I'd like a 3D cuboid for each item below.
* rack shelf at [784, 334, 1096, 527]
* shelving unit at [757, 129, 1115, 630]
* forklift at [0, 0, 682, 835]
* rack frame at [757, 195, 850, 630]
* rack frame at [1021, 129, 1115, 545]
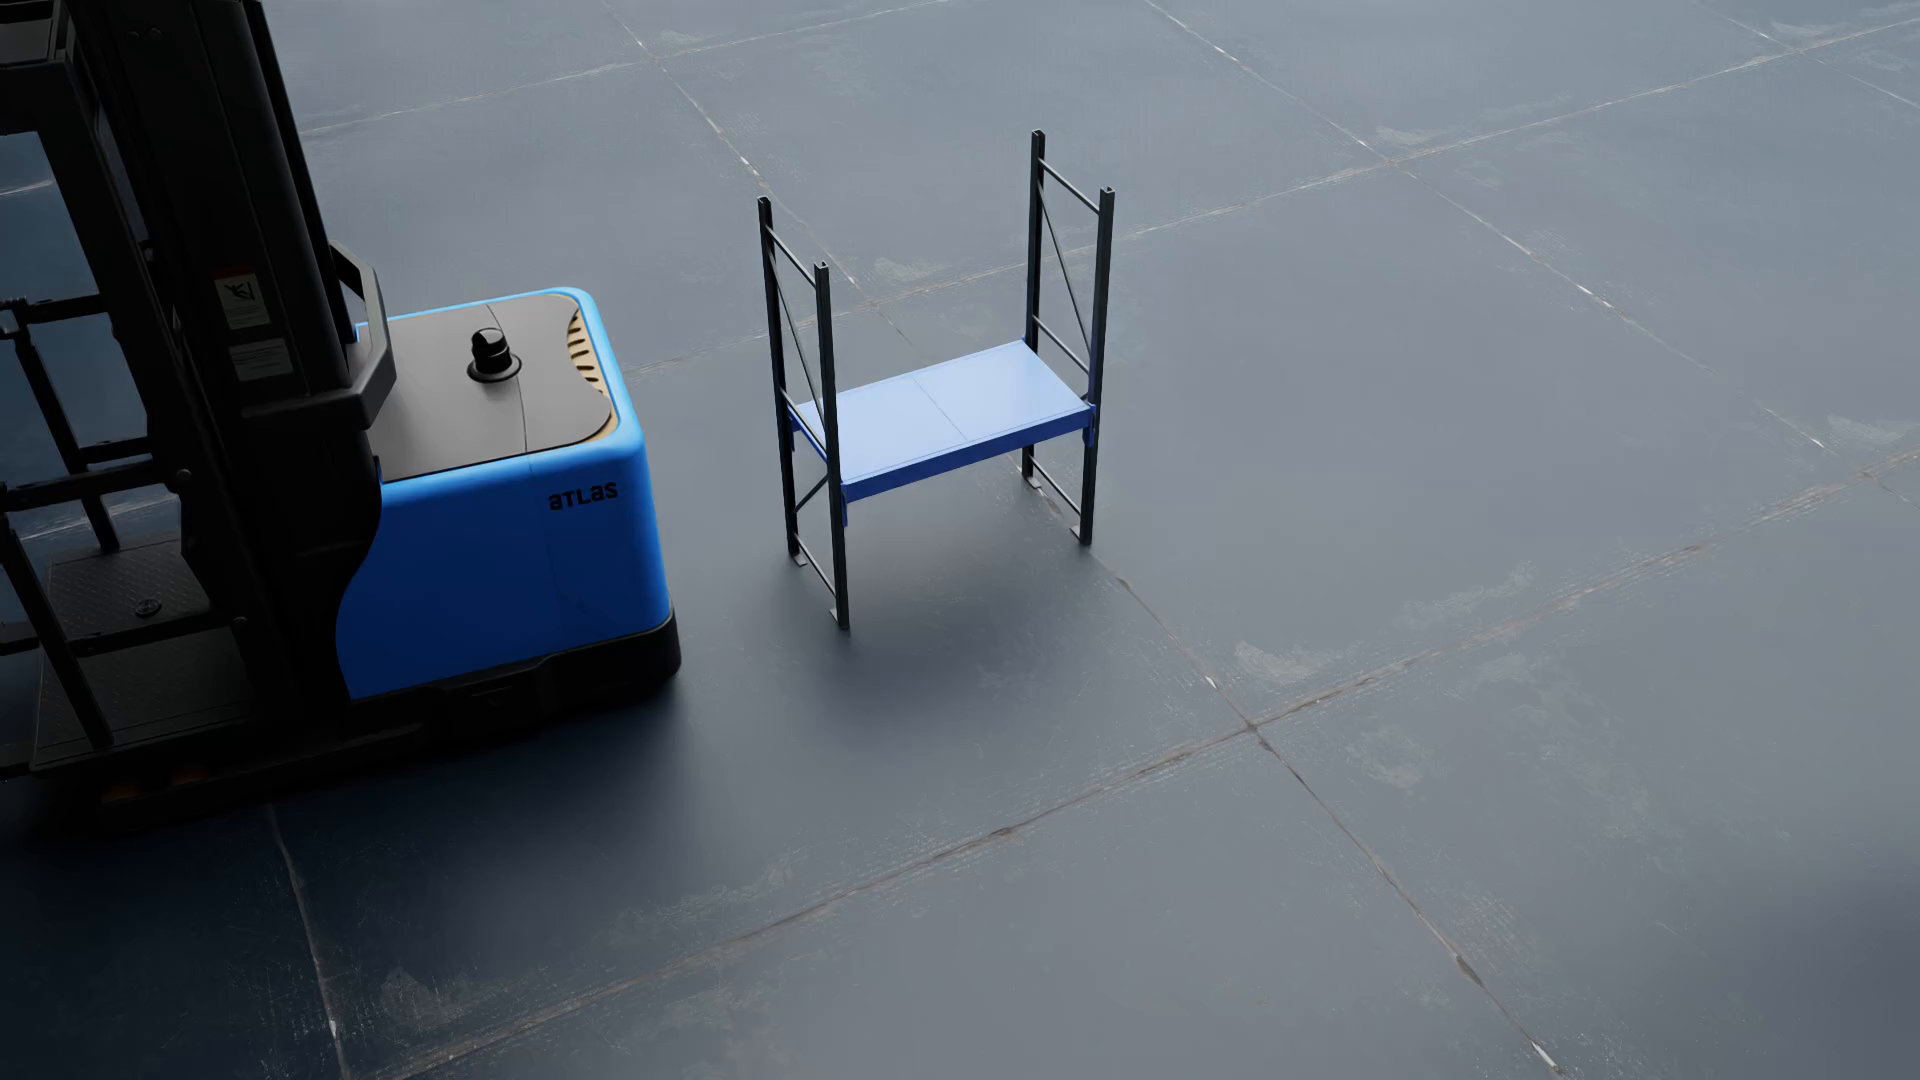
[{"bbox_3d":[-0.076,-0.410,5.982,1.000,0.185,0.538,-19,44,-21],"label":"rack shelf"},{"bbox_3d":[-0.076,-0.547,5.866,1.048,1.500,0.538,-19,44,-21],"label":"shelving unit"},{"bbox_3d":[-2.539,-0.580,4.797,3.031,2.935,1.130,-13,42,-15],"label":"forklift"},{"bbox_3d":[-0.527,-0.395,5.687,0.032,1.500,0.500,-19,44,-21],"label":"rack frame"},{"bbox_3d":[0.375,-0.699,6.045,0.032,1.500,0.500,-19,44,-21],"label":"rack frame"}]
